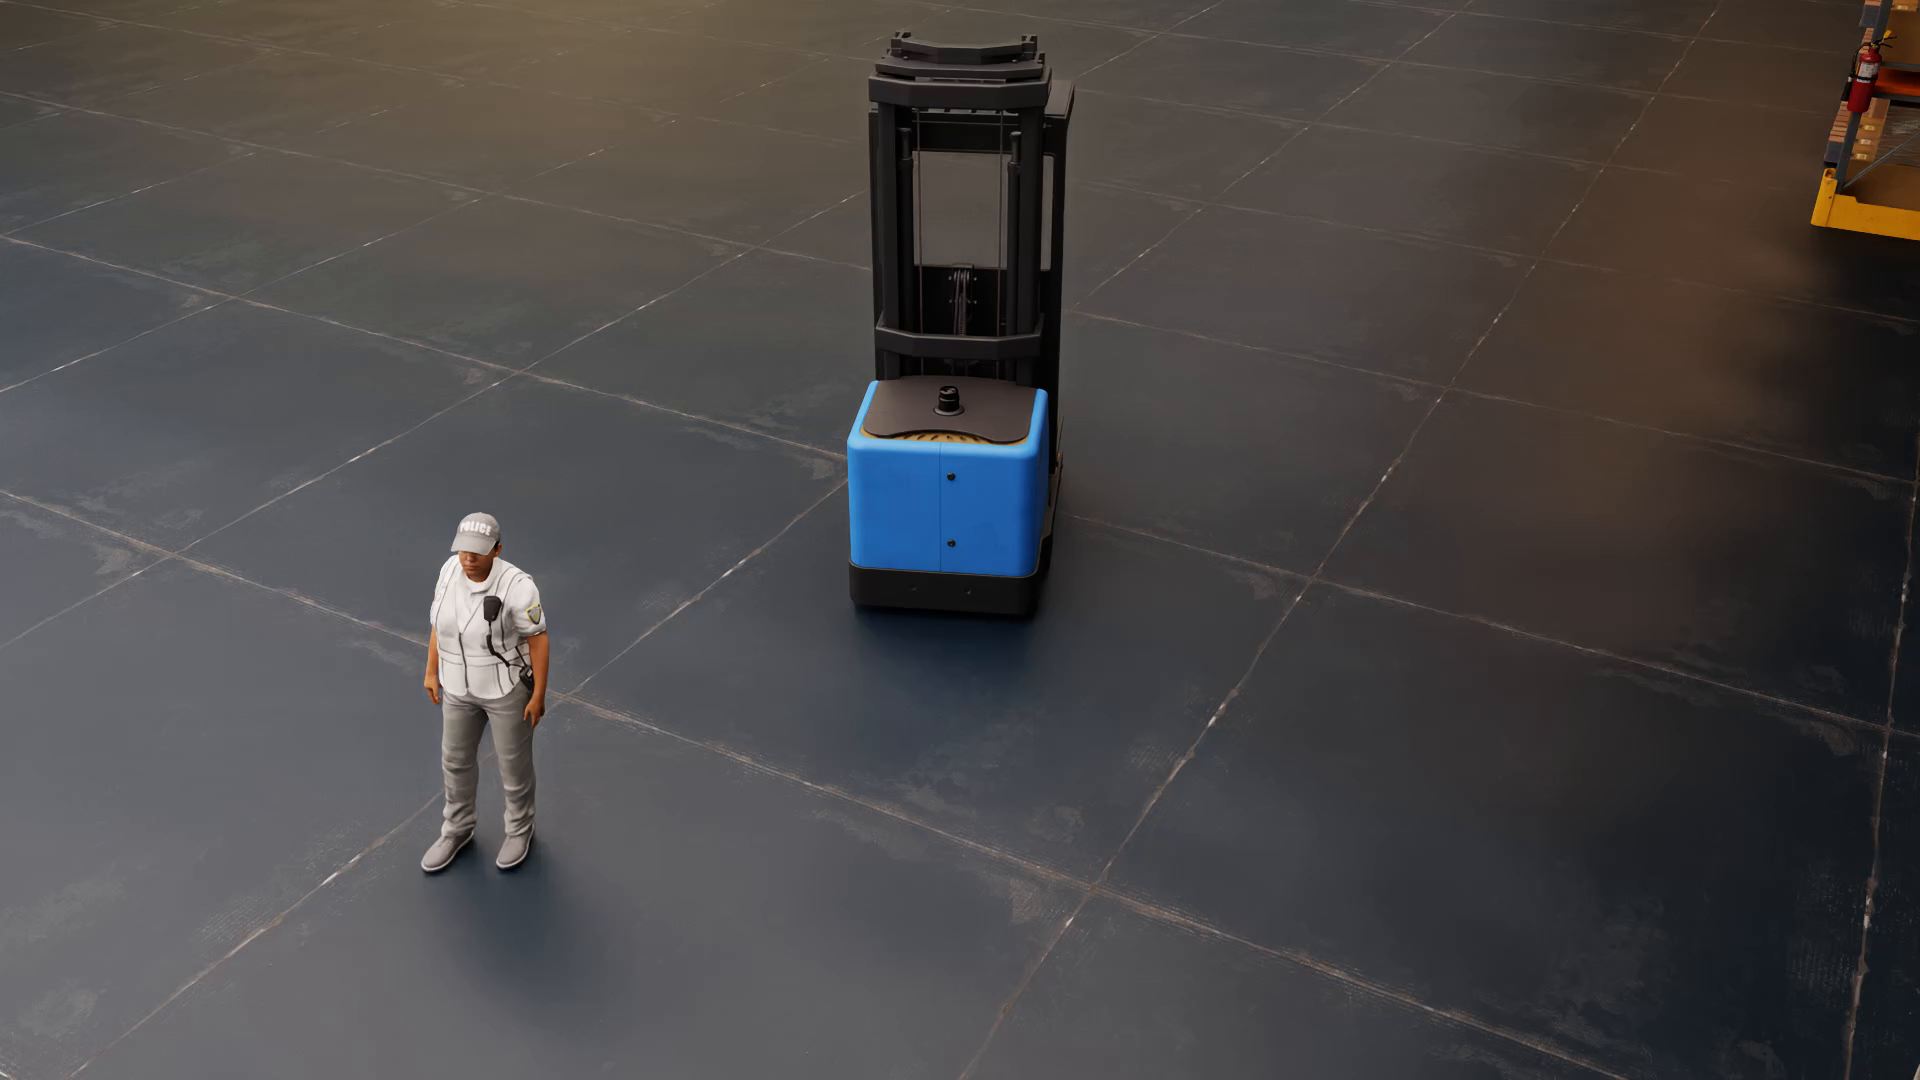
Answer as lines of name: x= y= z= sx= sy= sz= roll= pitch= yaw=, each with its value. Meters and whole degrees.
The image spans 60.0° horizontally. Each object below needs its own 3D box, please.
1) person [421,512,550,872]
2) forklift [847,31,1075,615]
person: x=-2.074 y=0.669 z=7.162 sx=0.596 sy=1.670 sz=0.529 roll=8 pitch=31 yaw=13
forklift: x=0.072 y=-1.572 z=9.794 sx=1.130 sy=2.935 sz=3.031 roll=3 pitch=30 yaw=6
